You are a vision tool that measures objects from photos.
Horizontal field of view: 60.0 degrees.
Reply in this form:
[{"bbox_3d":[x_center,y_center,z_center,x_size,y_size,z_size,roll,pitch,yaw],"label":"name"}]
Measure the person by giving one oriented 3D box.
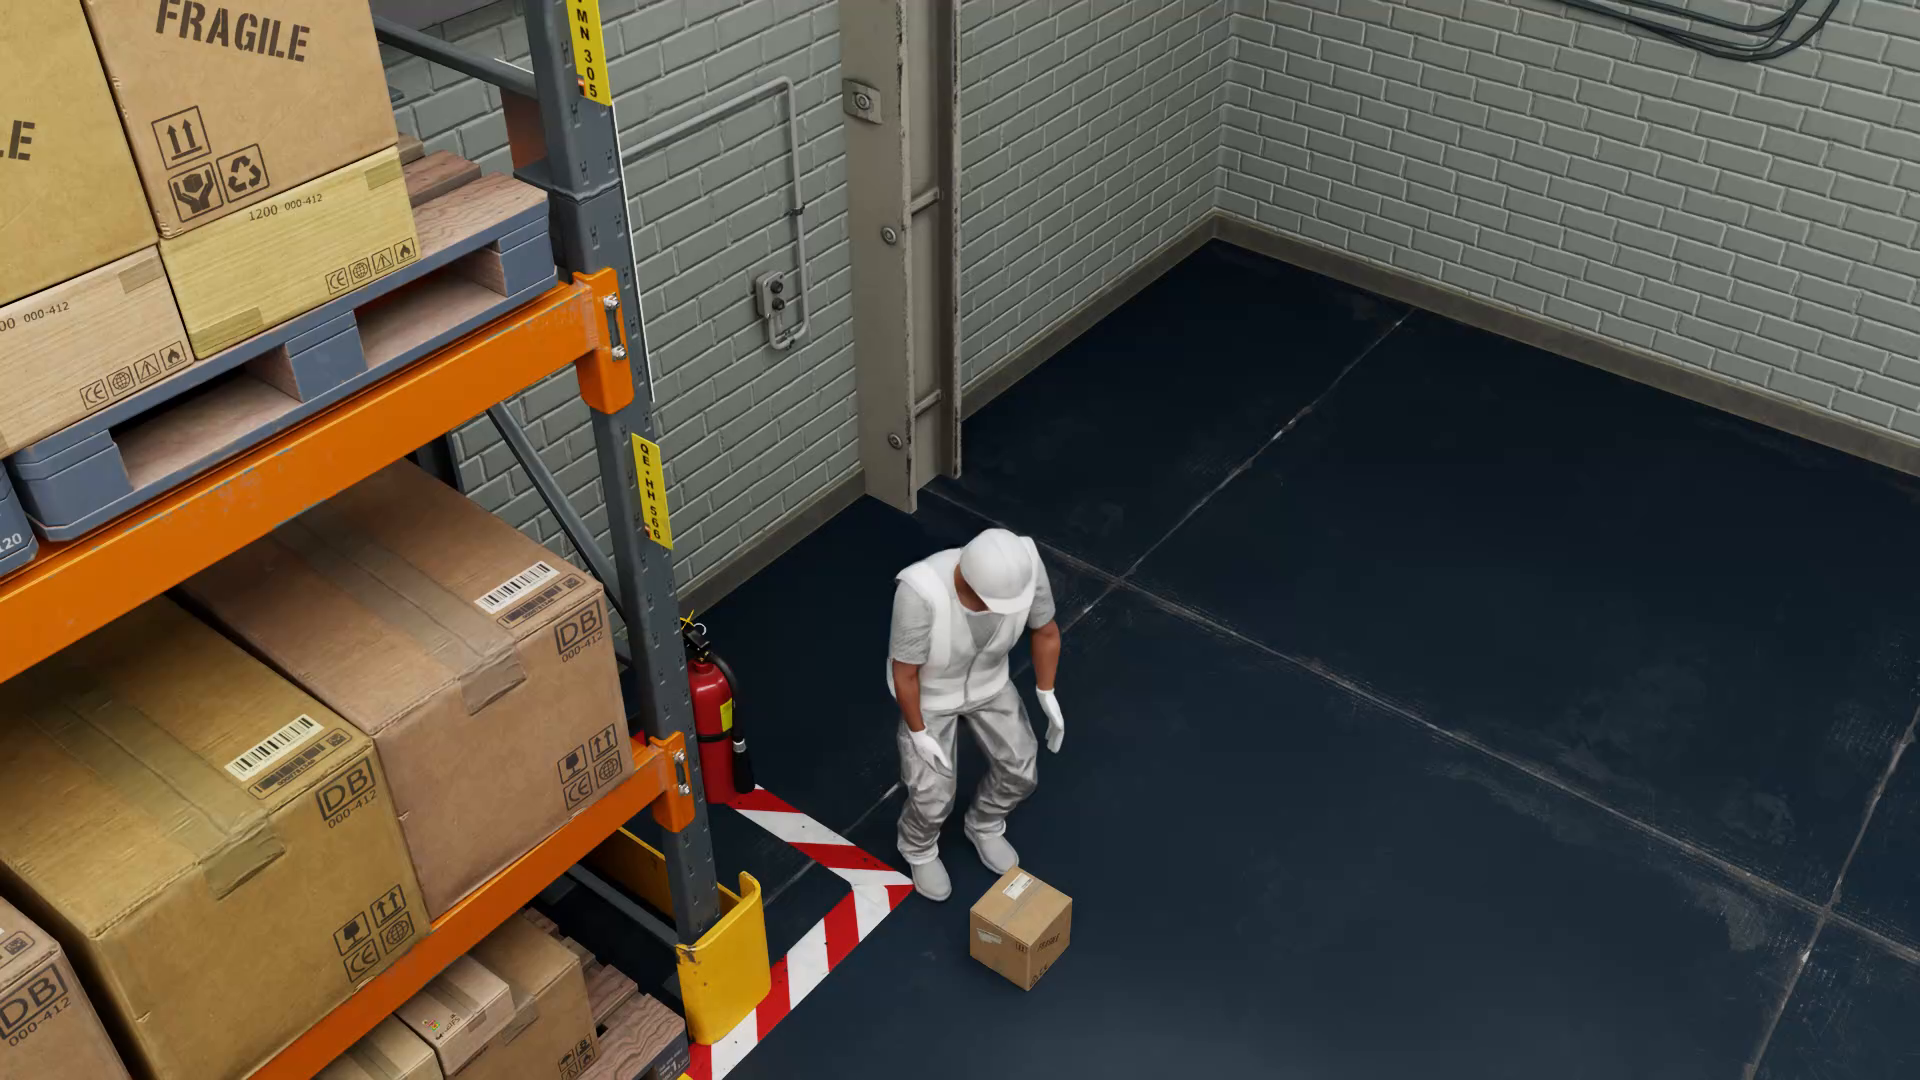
[{"bbox_3d":[0.044,0.534,5.581,0.594,1.644,0.584,-16,41,-19],"label":"person"}]
